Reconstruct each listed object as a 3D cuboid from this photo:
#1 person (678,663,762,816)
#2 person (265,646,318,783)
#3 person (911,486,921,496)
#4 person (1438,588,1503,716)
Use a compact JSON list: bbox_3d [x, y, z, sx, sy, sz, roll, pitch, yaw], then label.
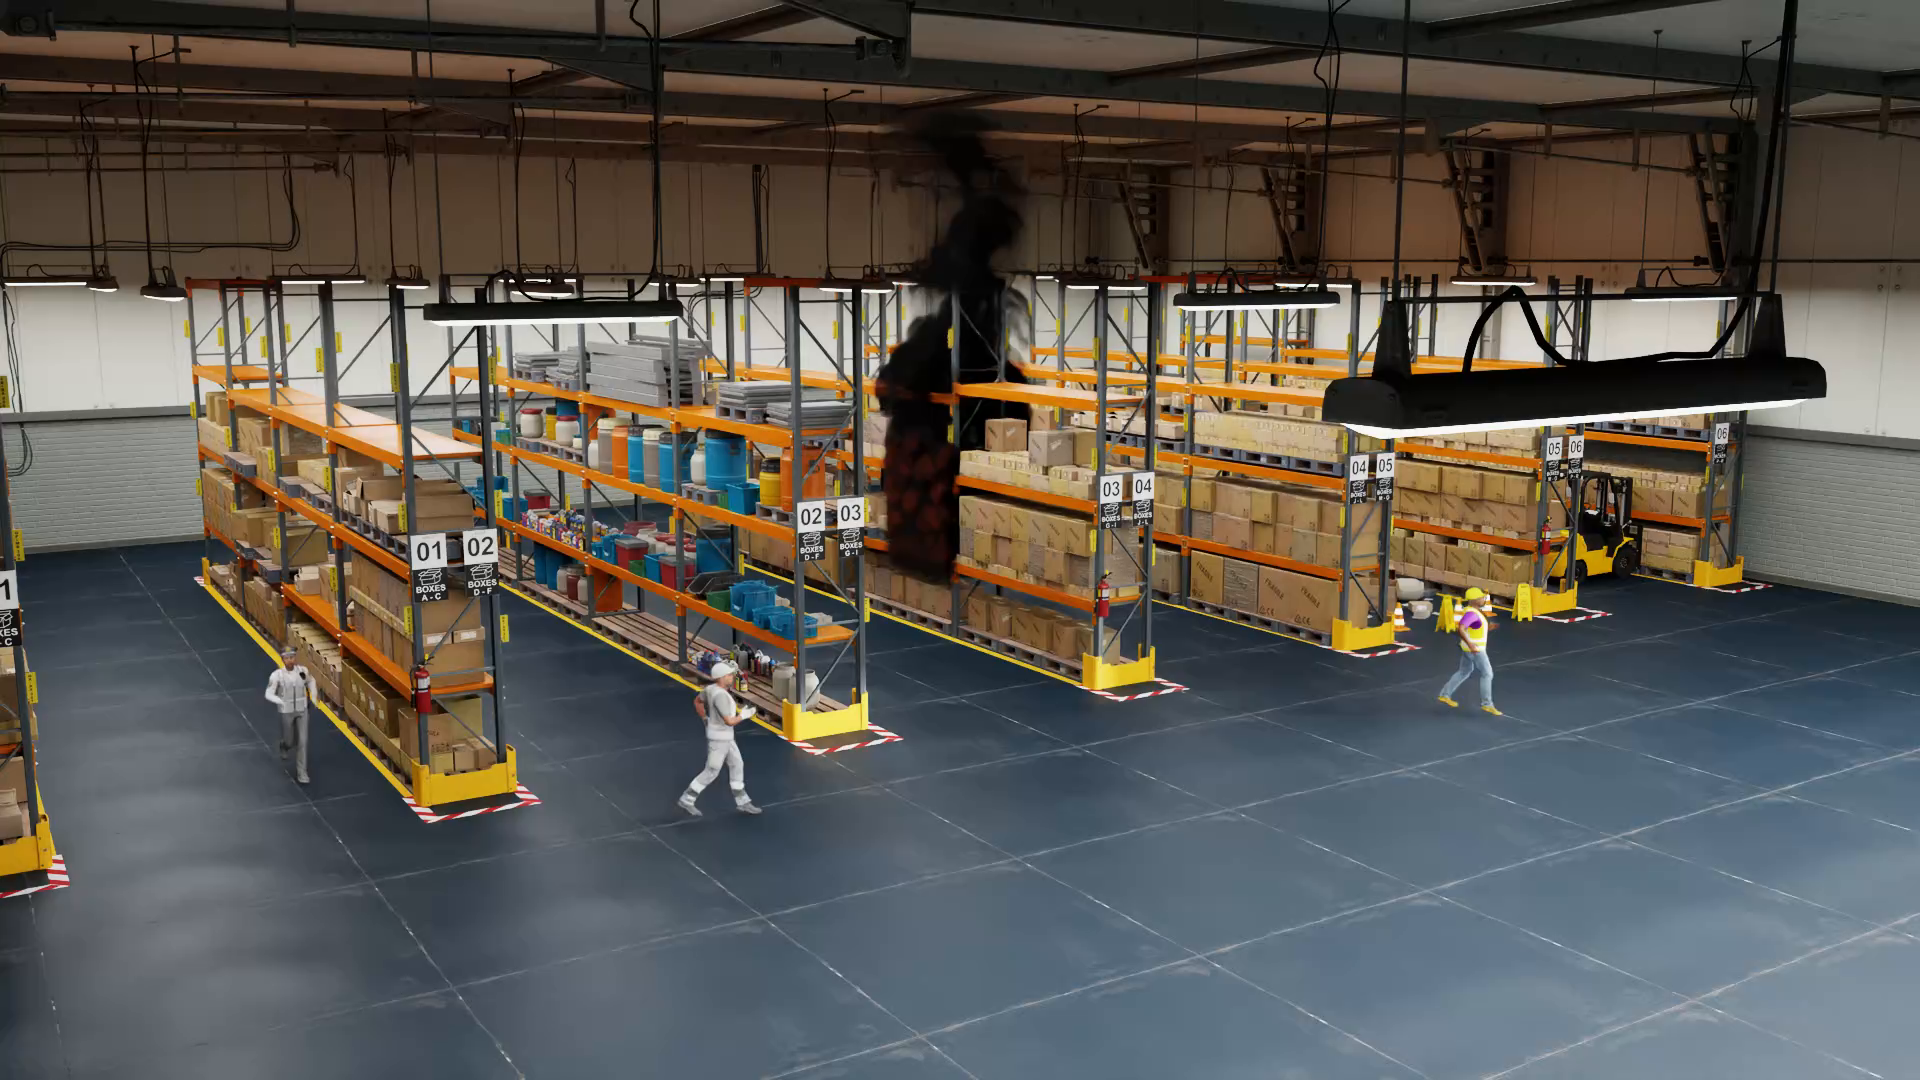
[{"bbox_3d":[-2.746,2.275,18.911,0.964,1.801,0.659,-2,10,-11],"label":"person"},{"bbox_3d":[-8.185,2.111,20.455,0.630,1.644,0.949,-6,11,-32],"label":"person"},{"bbox_3d":[-1.019,-1.490,41.849,0.875,1.656,0.629,5,11,26],"label":"person"},{"bbox_3d":[7.198,1.557,23.341,0.876,1.802,0.685,1,10,3],"label":"person"}]
